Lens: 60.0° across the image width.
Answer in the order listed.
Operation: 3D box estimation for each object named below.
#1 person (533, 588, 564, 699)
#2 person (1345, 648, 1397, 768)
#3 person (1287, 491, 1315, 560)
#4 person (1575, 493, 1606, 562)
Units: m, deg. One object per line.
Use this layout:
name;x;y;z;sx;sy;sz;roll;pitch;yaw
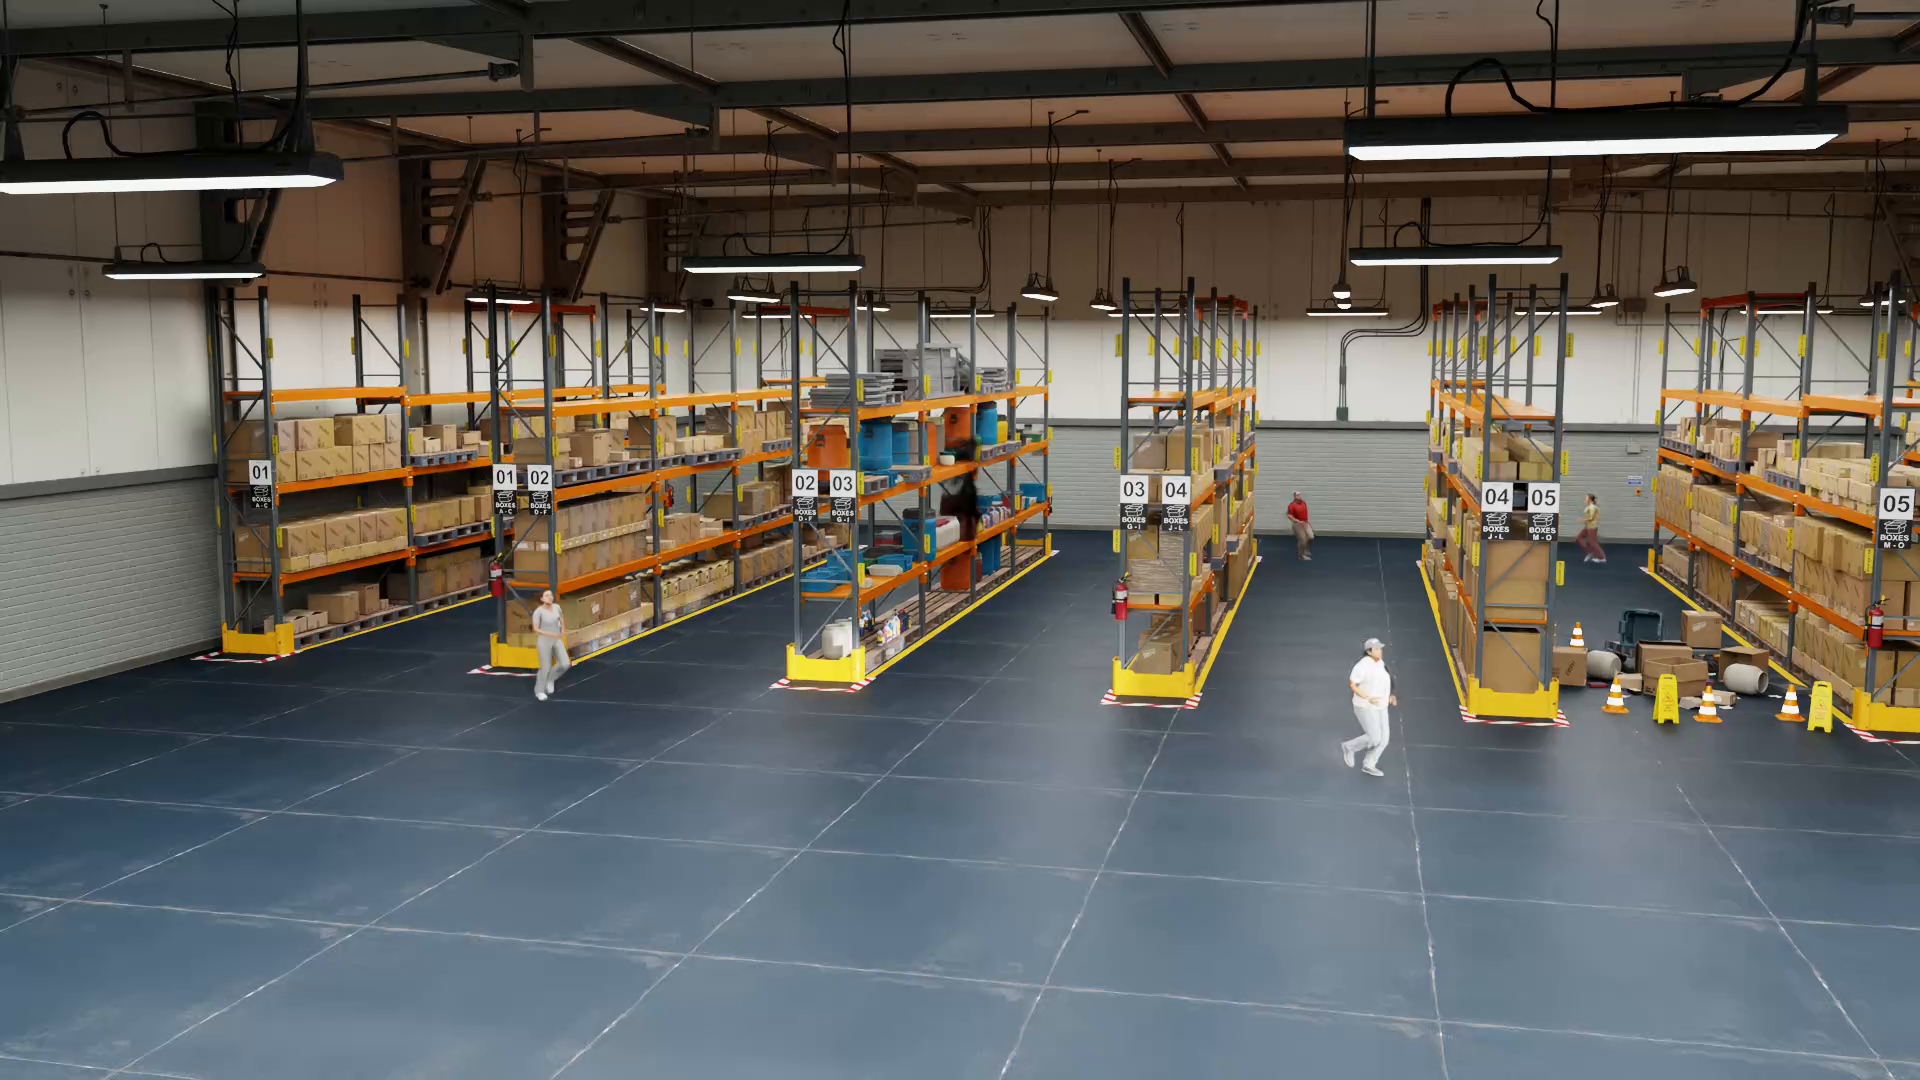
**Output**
person;-5.817;1.478;23.664;0.582;1.624;0.722;-6;9;-42
person;4.837;1.933;19.573;0.596;1.531;0.496;-6;9;-44
person;8.065;-0.334;39.298;0.695;1.653;0.574;-3;7;-25
person;14.752;-0.276;38.871;0.737;1.631;0.502;1;7;9
